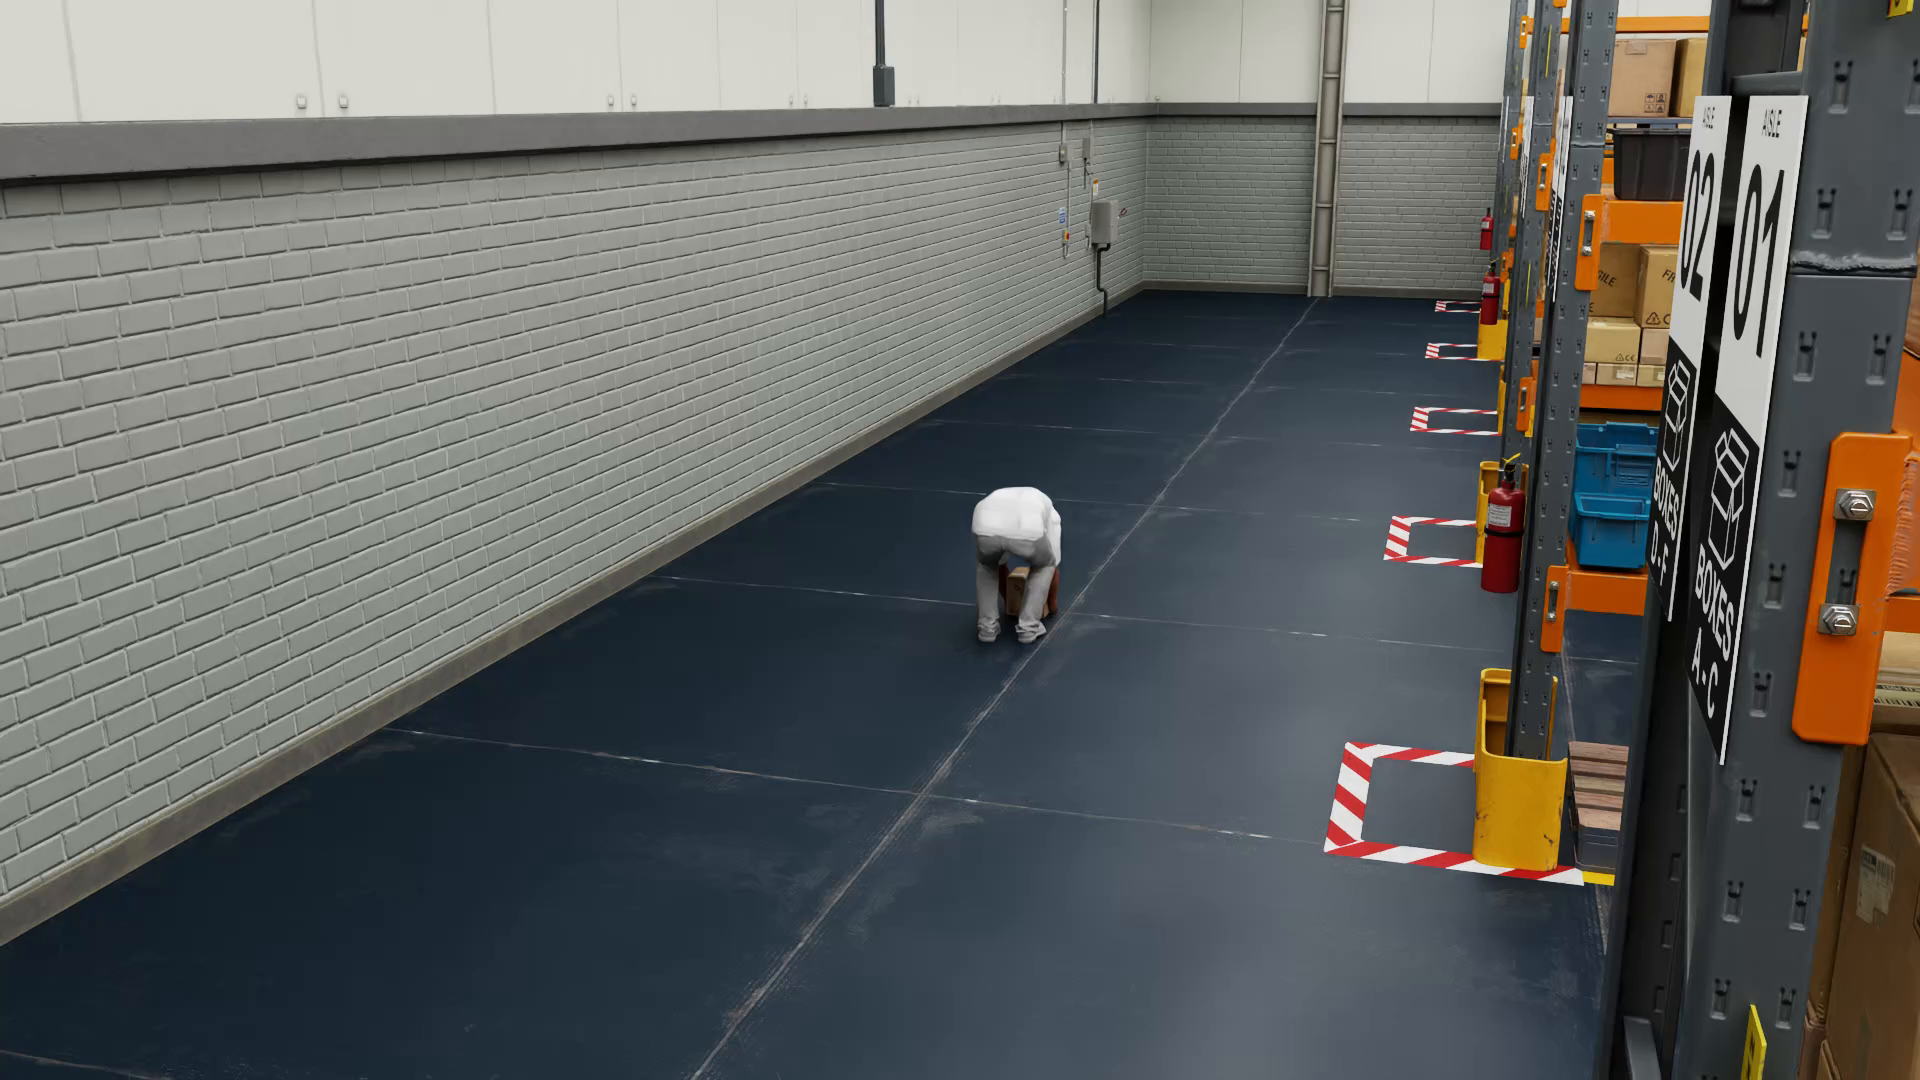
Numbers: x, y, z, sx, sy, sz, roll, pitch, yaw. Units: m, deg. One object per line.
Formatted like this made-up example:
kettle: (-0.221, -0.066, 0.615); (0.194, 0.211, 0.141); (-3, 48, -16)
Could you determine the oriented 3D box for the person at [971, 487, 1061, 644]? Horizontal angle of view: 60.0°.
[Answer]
person: (0.348, 0.100, 10.196); (0.498, 0.939, 0.974); (4, 15, 13)
